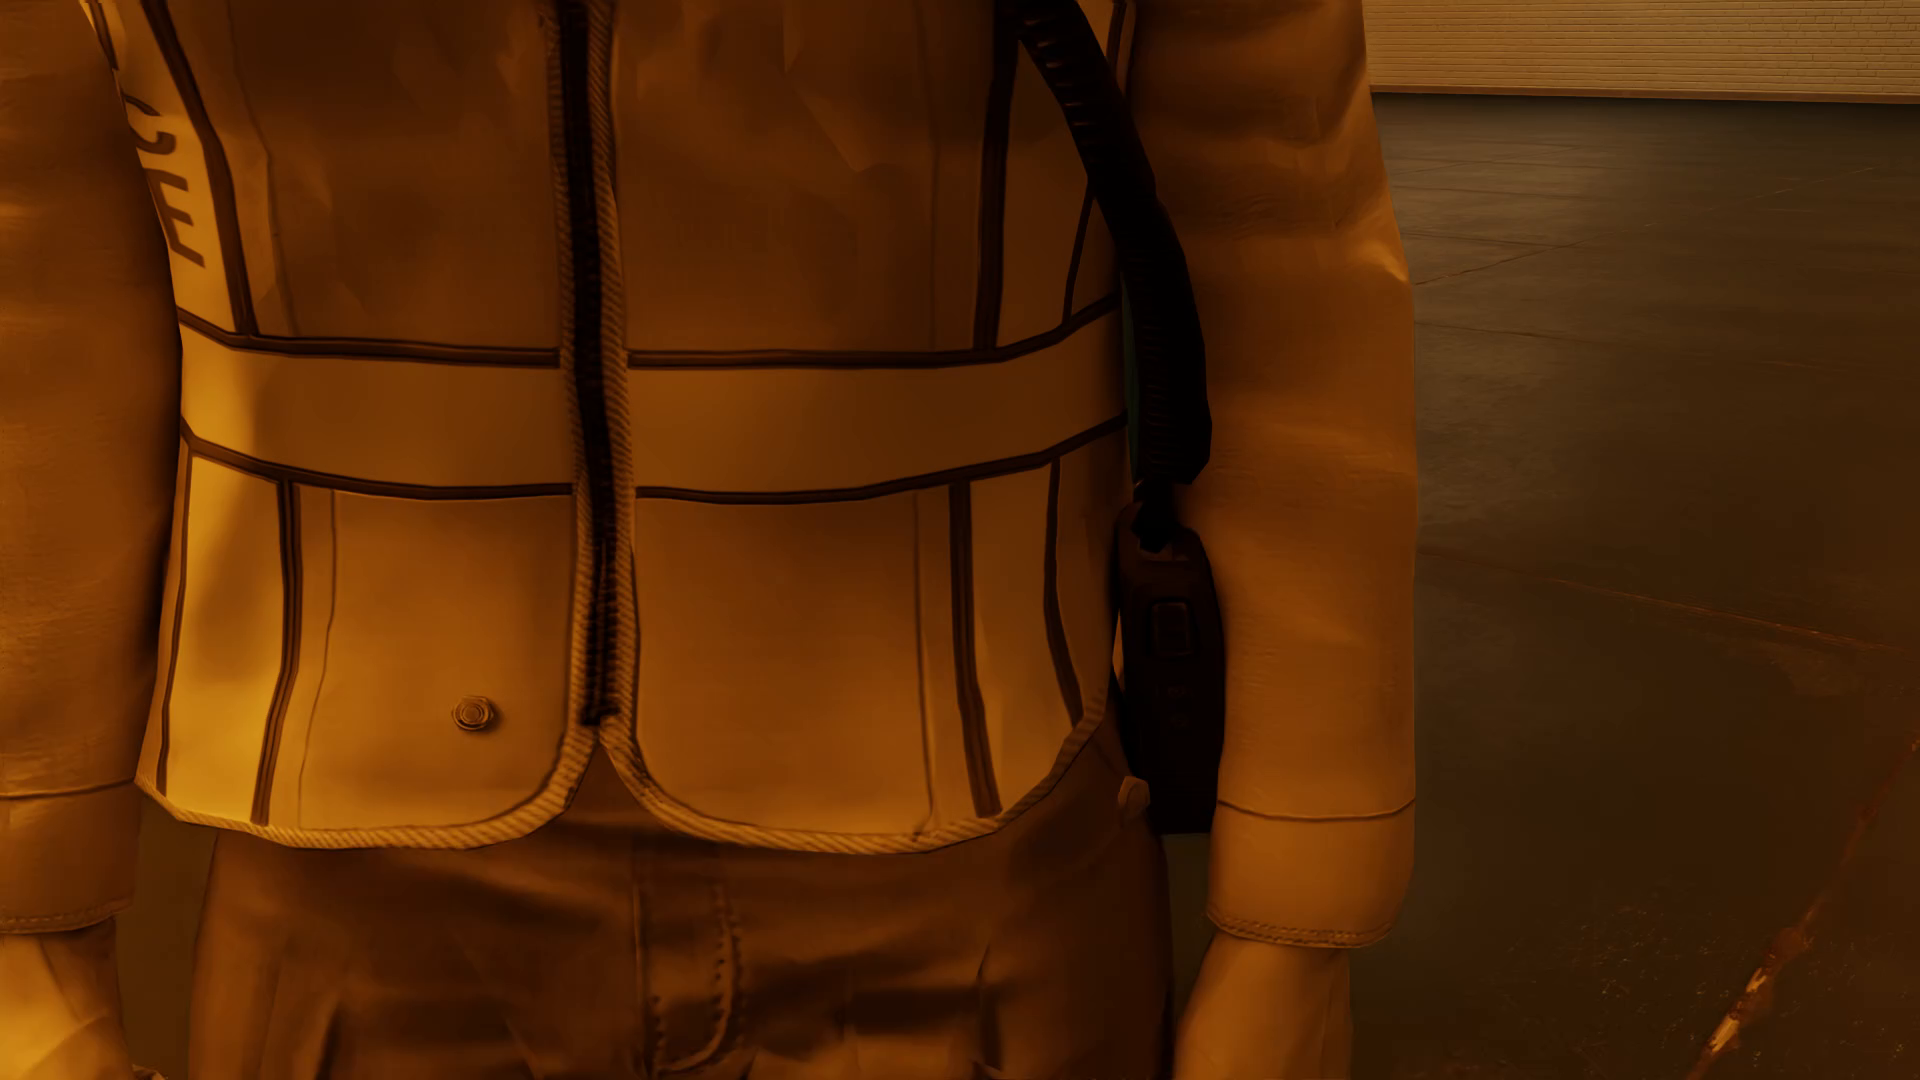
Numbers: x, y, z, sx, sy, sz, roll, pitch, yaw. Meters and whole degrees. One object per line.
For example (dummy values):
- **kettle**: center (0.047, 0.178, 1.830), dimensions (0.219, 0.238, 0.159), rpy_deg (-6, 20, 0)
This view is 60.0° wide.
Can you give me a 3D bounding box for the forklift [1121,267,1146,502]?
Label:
- **forklift**: center (0.182, -1.571, 4.072), dimensions (1.130, 2.935, 3.031), rpy_deg (5, 18, 17)
